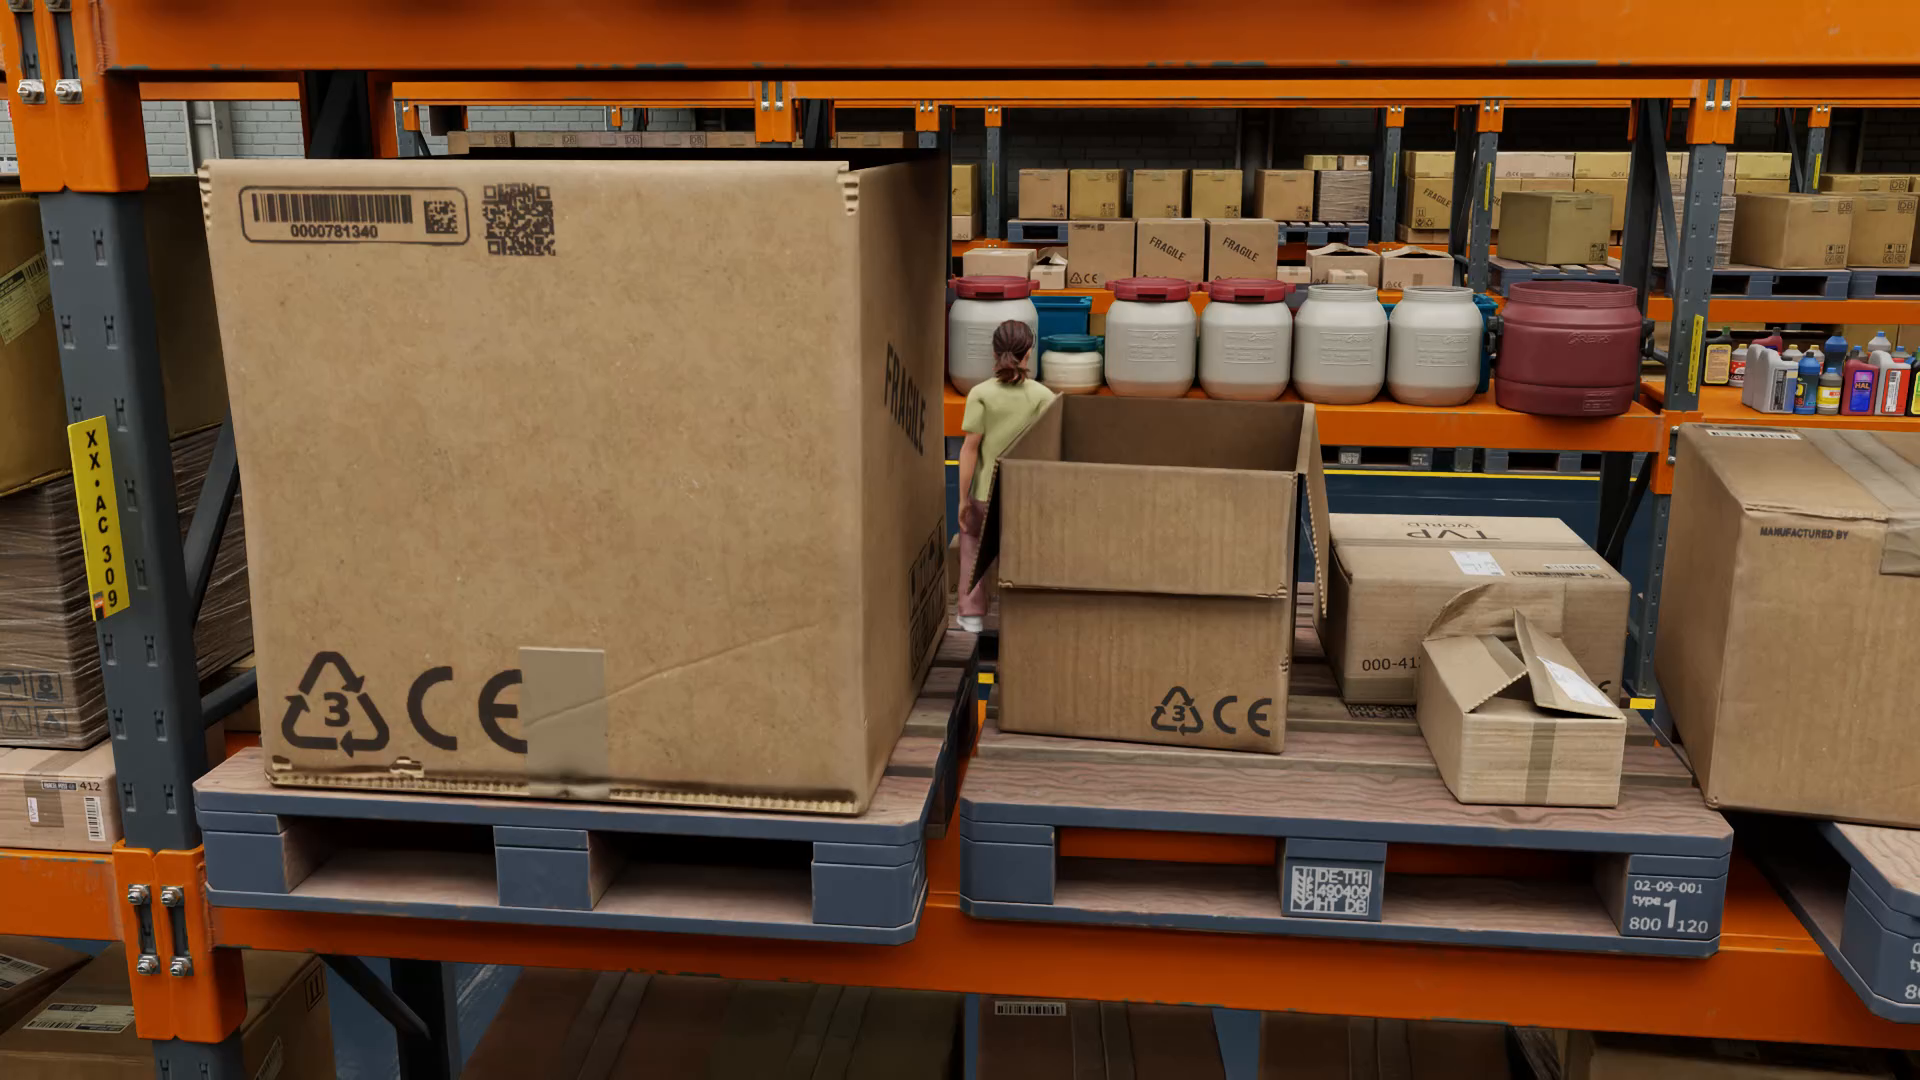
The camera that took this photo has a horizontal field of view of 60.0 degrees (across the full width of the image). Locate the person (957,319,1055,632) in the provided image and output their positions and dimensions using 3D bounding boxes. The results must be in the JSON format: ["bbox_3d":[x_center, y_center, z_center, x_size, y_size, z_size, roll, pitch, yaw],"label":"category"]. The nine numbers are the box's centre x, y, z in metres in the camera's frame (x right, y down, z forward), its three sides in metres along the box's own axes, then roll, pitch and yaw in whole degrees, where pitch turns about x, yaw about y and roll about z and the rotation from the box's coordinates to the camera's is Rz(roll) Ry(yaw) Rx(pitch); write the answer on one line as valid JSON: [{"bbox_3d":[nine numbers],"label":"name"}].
[{"bbox_3d":[0.228,-0.190,7.705,0.508,1.678,0.536,1,14,4],"label":"person"}]
